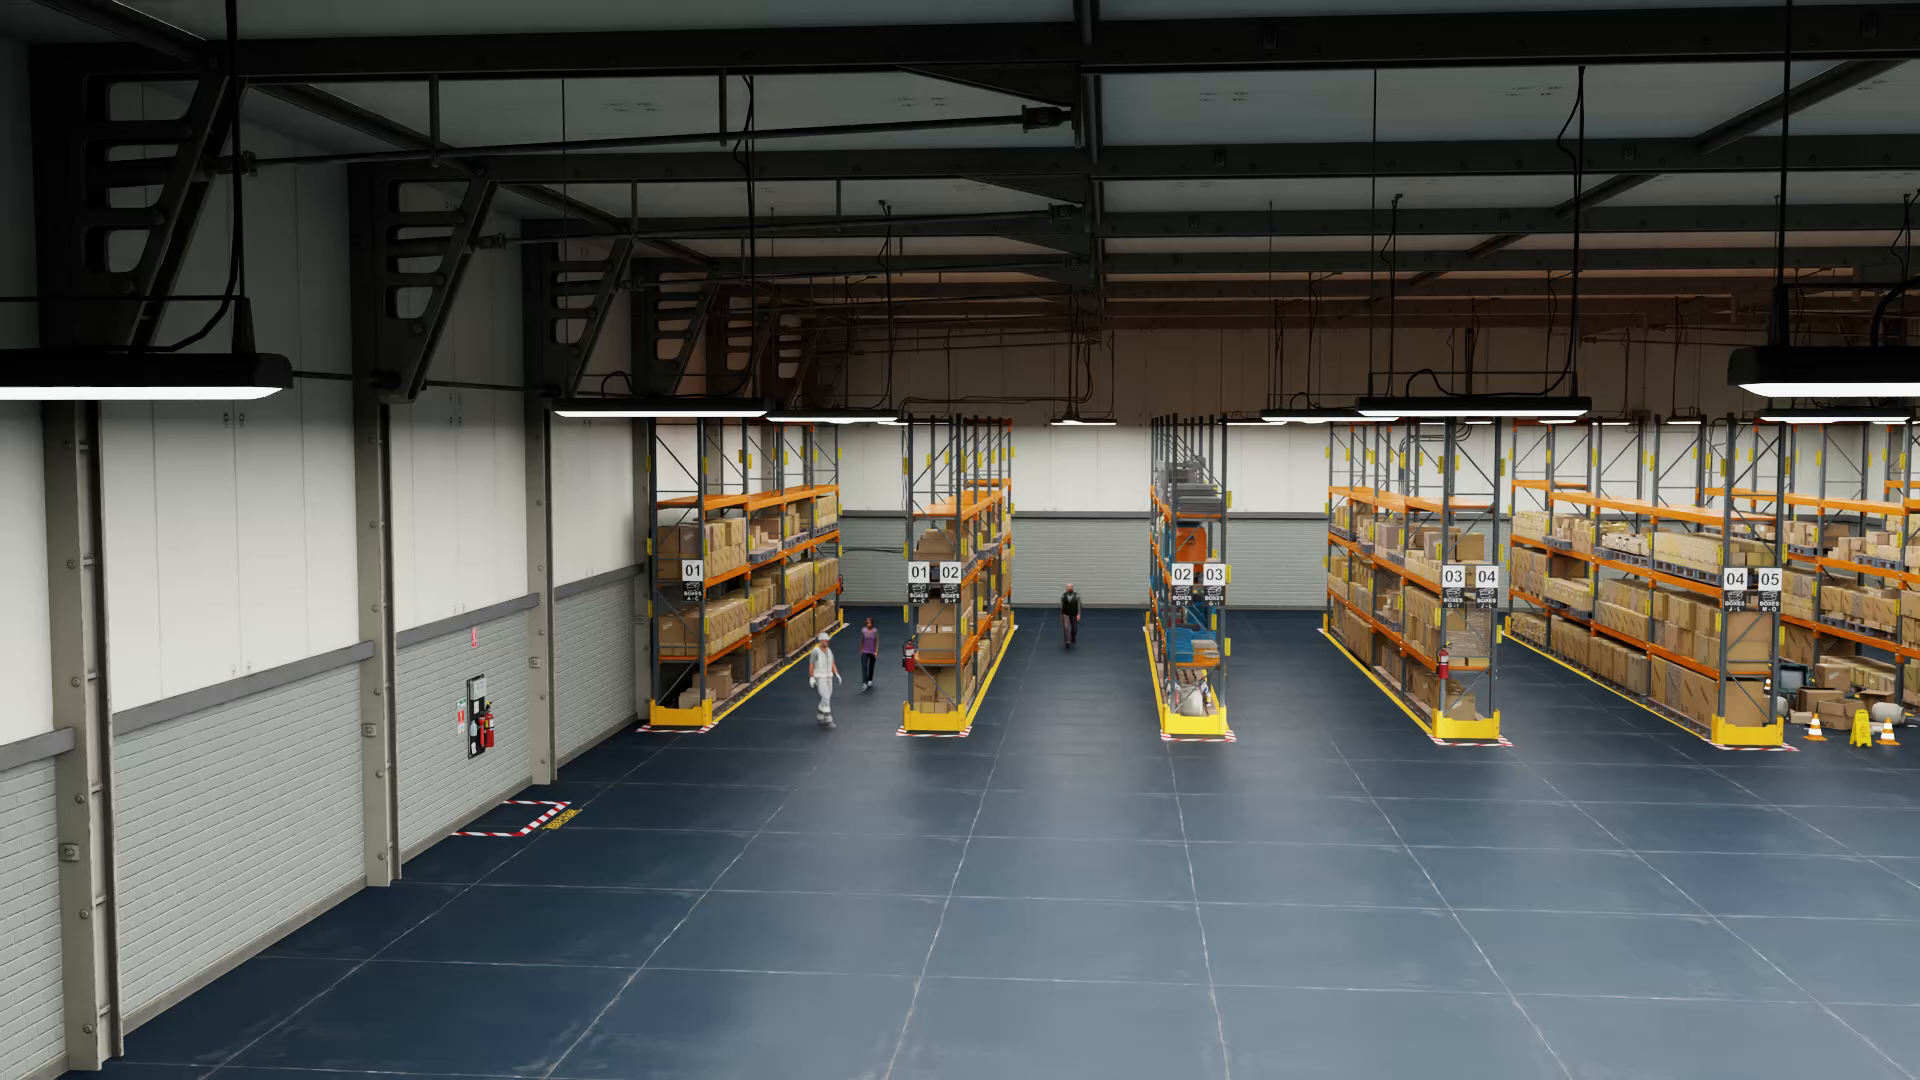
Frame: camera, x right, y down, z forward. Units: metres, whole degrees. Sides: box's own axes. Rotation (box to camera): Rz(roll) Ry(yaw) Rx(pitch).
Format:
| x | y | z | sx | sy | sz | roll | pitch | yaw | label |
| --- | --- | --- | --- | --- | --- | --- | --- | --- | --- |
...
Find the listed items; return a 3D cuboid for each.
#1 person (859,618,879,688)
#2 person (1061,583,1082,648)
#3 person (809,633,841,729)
| x | y | z | sx | sy | sz | roll | pitch | yaw | label |
| --- | --- | --- | --- | --- | --- | --- | --- | --- | --- |
| -1.996 | 2.473 | 36.484 | 0.450 | 1.545 | 0.960 | -1 | 4 | -12 | person |
| 2.903 | 1.954 | 43.471 | 0.538 | 1.681 | 0.948 | 0 | 4 | 2 | person |
| -2.535 | 2.693 | 31.979 | 0.796 | 1.790 | 0.558 | 3 | 5 | 42 | person |
